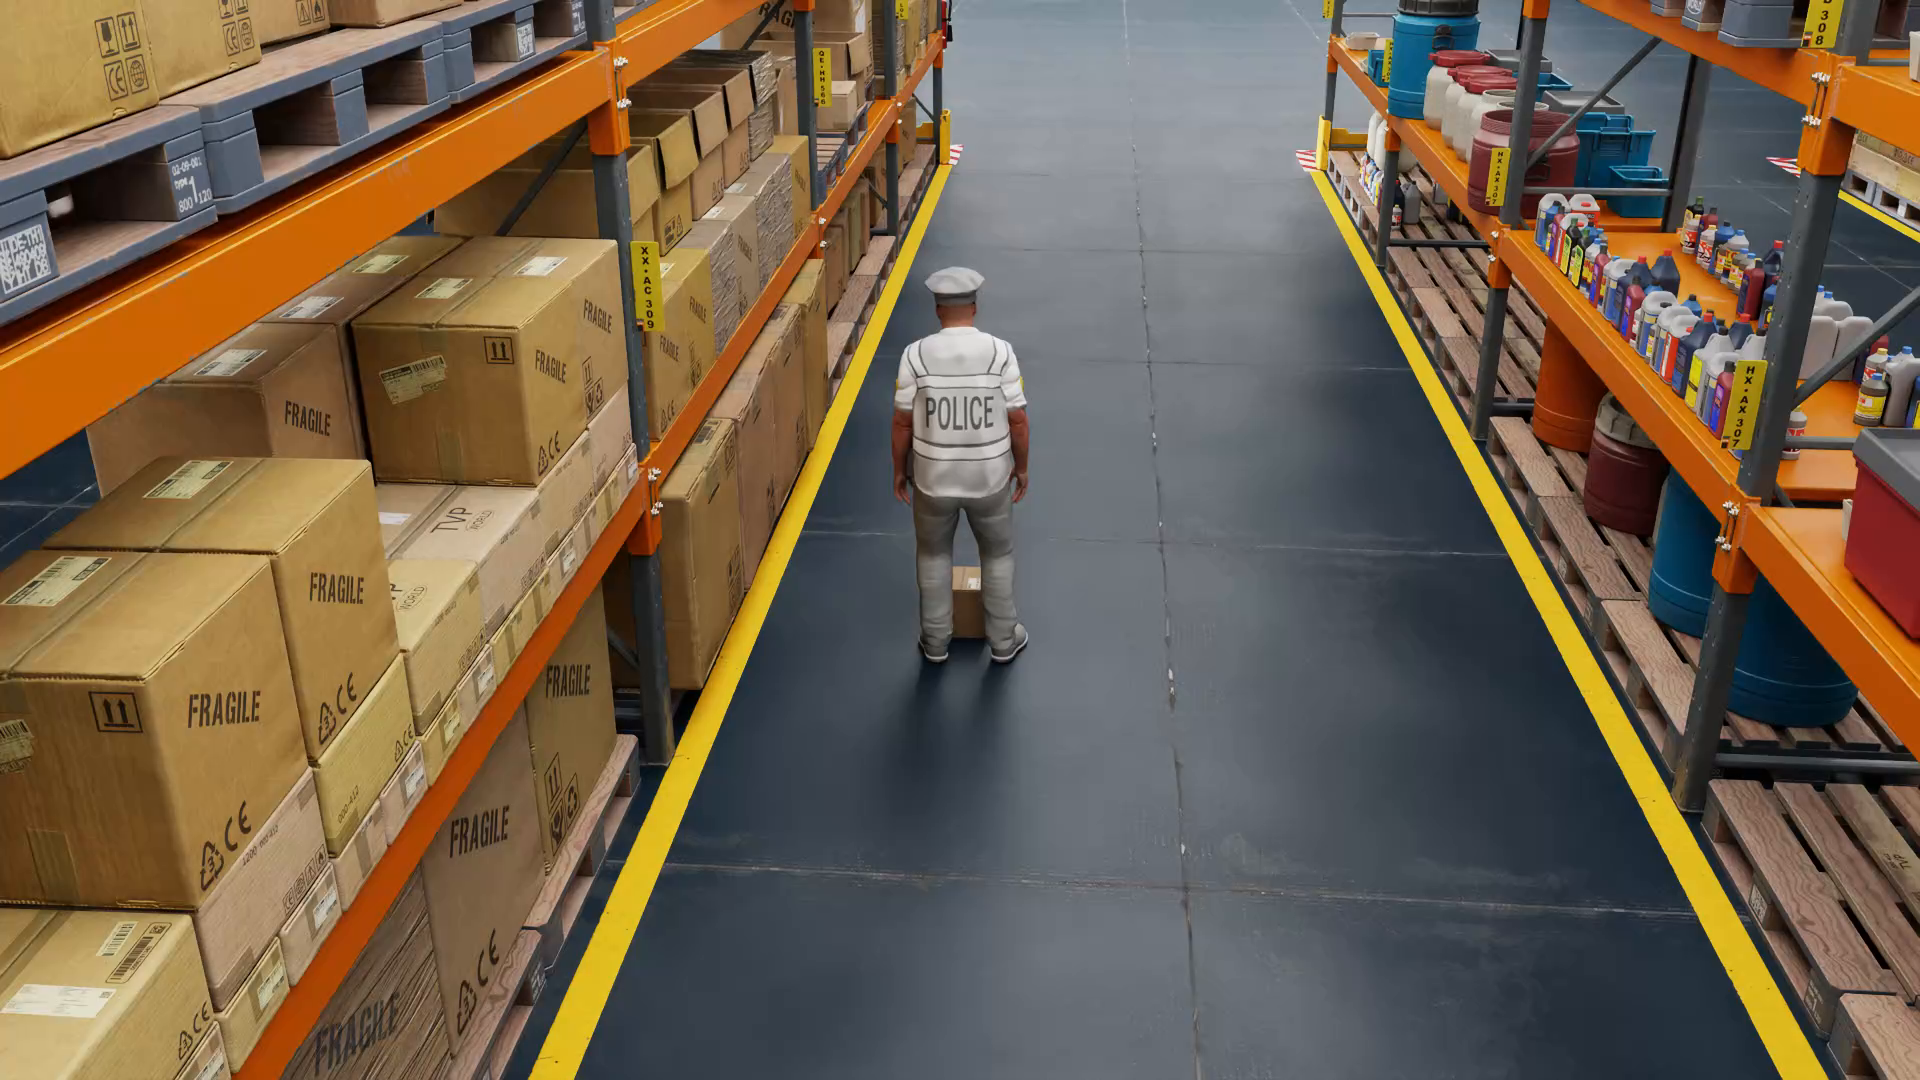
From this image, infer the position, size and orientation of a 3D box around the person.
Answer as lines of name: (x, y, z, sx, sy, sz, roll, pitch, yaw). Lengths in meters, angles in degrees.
person: (0.008, -0.281, 7.212, 0.606, 1.751, 0.429, 0, 24, 1)
